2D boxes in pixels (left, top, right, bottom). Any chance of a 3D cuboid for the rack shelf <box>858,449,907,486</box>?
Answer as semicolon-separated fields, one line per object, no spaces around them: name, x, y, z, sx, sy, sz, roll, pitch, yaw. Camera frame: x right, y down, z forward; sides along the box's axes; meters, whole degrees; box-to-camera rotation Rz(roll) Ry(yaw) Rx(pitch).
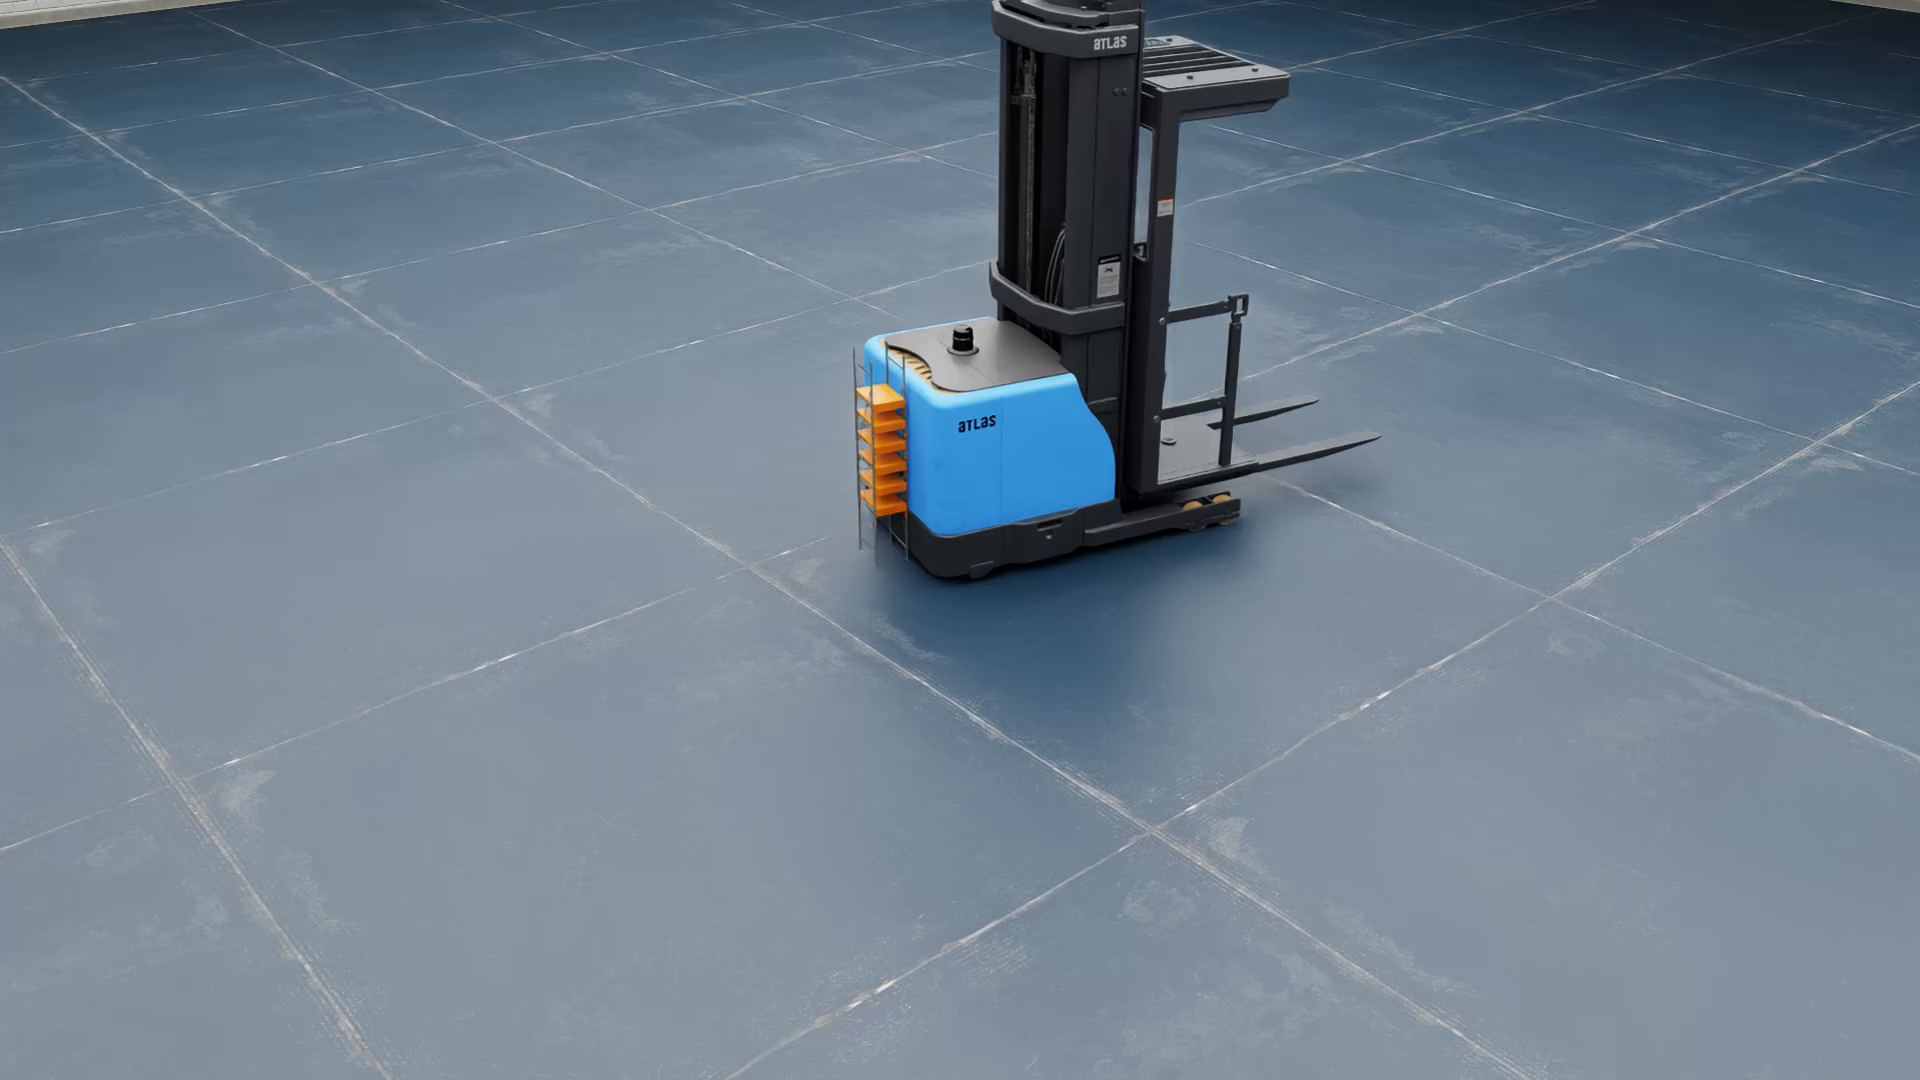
rack shelf;-0.417;-0.401;8.822;0.180;0.103;0.258;-13;31;-23

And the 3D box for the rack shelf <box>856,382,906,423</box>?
rack shelf;-0.417;-0.719;8.652;0.180;0.103;0.258;-13;31;-23

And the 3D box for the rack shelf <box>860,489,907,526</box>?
rack shelf;-0.417;-0.189;8.935;0.180;0.103;0.258;-13;31;-23

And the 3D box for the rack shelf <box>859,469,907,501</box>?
rack shelf;-0.417;-0.295;8.878;0.180;0.103;0.258;-13;31;-23

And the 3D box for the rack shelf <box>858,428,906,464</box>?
rack shelf;-0.417;-0.507;8.765;0.180;0.103;0.258;-13;31;-23

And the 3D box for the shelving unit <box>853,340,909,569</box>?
shelving unit;-0.417;-0.440;8.801;0.189;1.200;0.258;-13;31;-23

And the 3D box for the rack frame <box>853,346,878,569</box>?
rack frame;-0.499;-0.421;8.766;0.006;1.200;0.240;-13;31;-23

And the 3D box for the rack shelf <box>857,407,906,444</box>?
rack shelf;-0.417;-0.613;8.709;0.180;0.103;0.258;-13;31;-23

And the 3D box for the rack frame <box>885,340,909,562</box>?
rack frame;-0.334;-0.459;8.836;0.006;1.200;0.240;-13;31;-23

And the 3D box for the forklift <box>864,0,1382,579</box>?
forklift;1.019;-1.550;9.040;3.031;2.935;1.130;-13;31;-23
